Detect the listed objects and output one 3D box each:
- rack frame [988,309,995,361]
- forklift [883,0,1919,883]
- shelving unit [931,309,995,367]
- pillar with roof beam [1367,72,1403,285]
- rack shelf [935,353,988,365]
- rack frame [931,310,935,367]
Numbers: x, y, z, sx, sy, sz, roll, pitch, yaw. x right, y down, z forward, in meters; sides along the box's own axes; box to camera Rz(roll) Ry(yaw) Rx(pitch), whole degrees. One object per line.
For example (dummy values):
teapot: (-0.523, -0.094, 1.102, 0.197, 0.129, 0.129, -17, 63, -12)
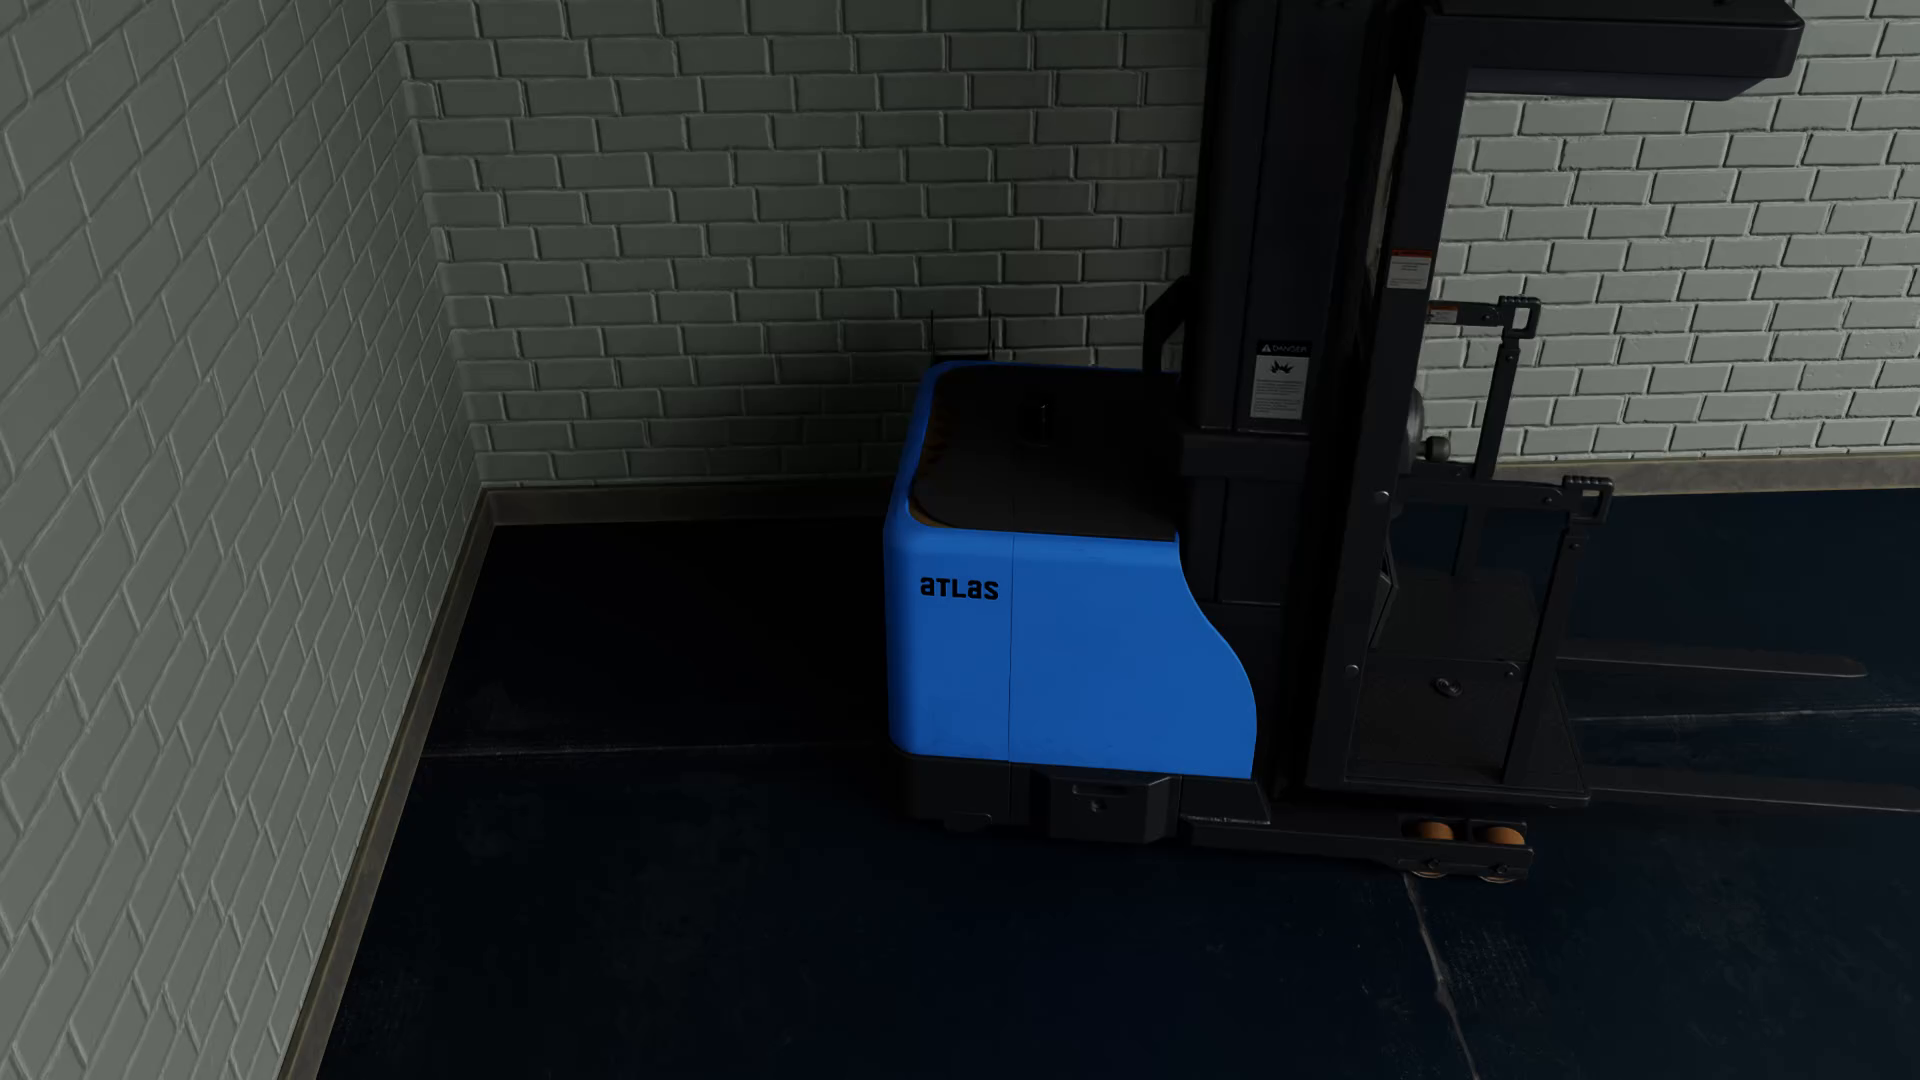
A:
rack frame: (0.110, -0.373, 5.998, 0.006, 0.900, 0.240, -2, 35, -2)
forklift: (1.330, -0.532, 4.443, 3.031, 2.935, 1.130, 3, 35, 5)
shelving unit: (0.008, -0.370, 5.994, 0.210, 0.900, 0.258, -2, 35, -2)
pillar with roof beam: (1.408, -1.322, 0.253, 0.400, 9.000, 9.100, -2, 35, -2)
rack shelf: (0.008, -0.565, 5.860, 0.200, 0.077, 0.258, -2, 35, -2)
rack frame: (-0.093, -0.367, 5.990, 0.006, 0.900, 0.240, -2, 35, -2)
